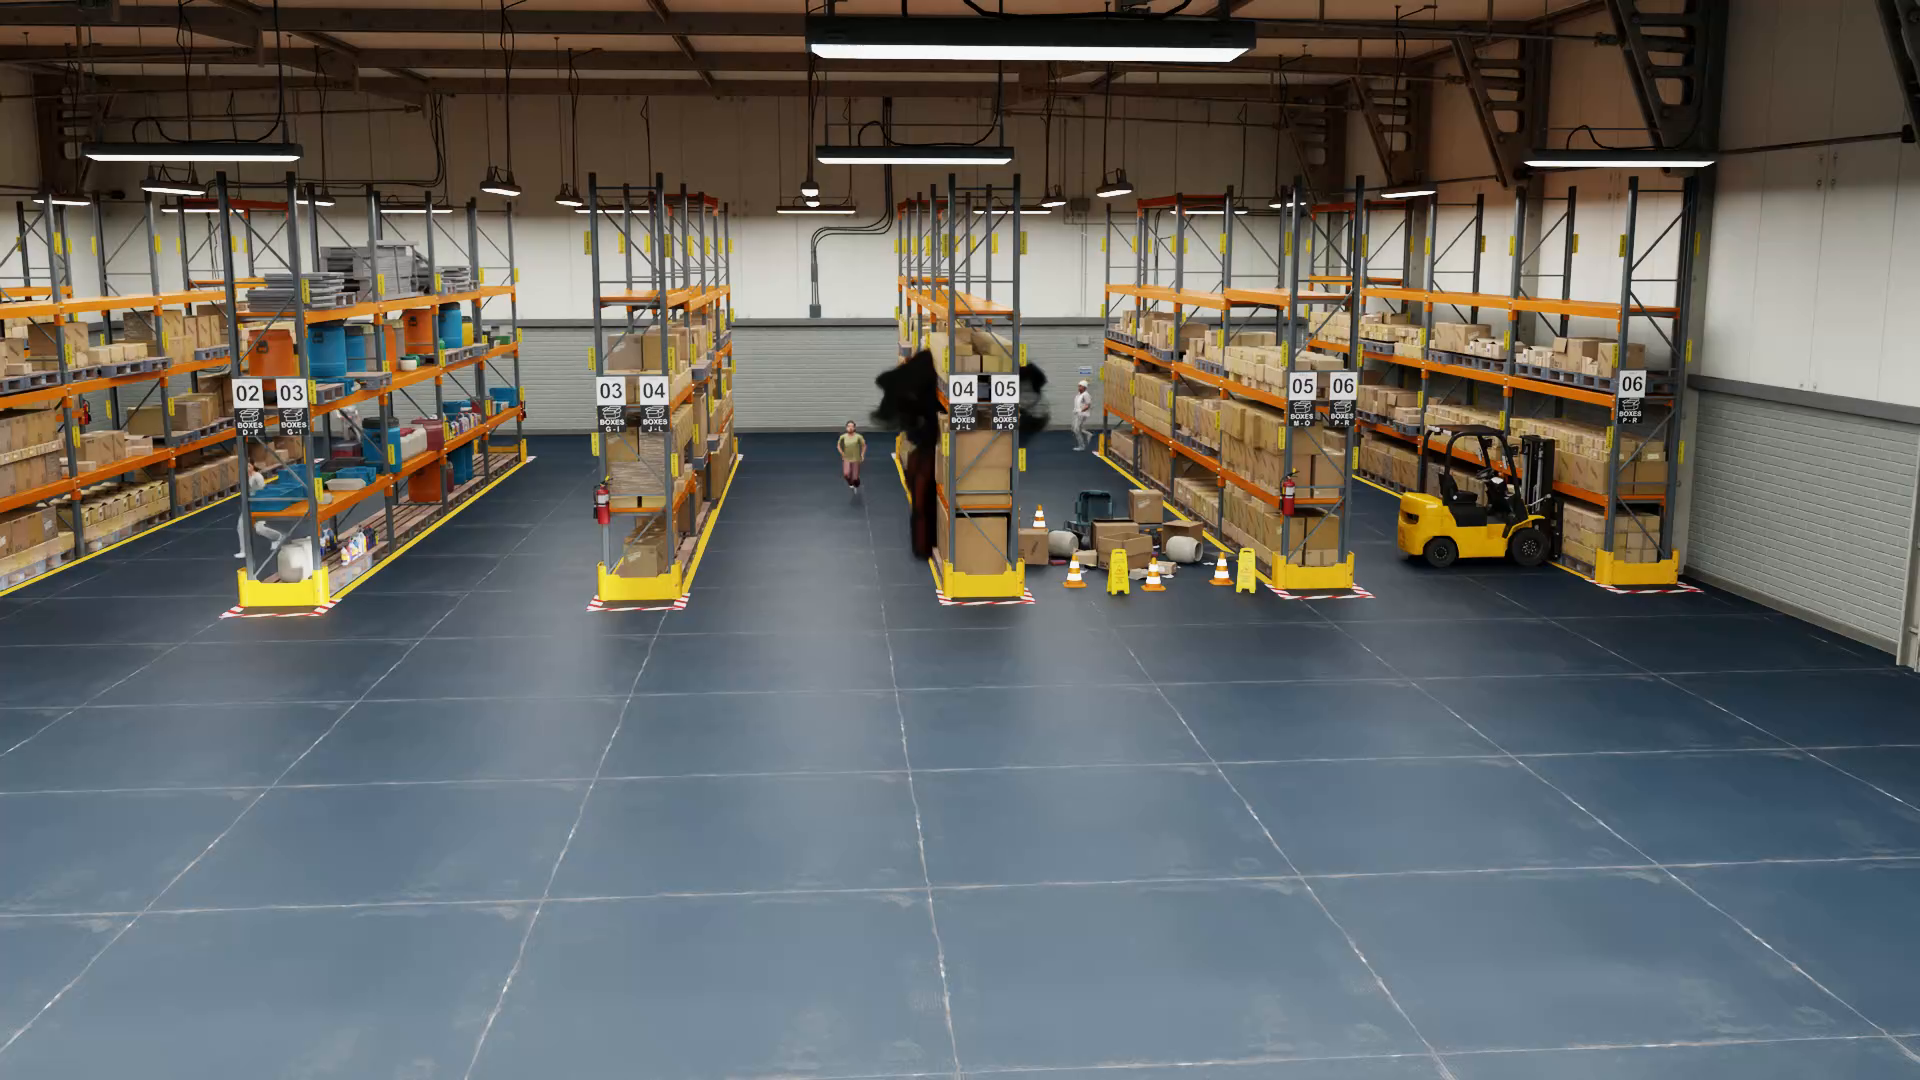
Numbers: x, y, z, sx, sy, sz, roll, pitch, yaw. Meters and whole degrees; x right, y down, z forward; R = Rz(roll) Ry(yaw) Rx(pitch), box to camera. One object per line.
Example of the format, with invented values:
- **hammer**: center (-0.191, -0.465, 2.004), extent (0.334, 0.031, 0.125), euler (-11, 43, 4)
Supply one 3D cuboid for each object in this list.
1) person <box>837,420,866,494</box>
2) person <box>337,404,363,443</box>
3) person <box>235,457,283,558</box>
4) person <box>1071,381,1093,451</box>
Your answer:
- **person**: center (-2.144, -1.612, 32.802), extent (0.582, 1.496, 0.687), euler (0, 10, 2)
- **person**: center (-14.451, -2.679, 39.320), extent (0.553, 1.584, 0.888), euler (-8, 13, -39)
- **person**: center (-11.442, -0.553, 27.026), extent (0.527, 1.636, 0.798), euler (4, 11, 22)
- **person**: center (3.032, -3.078, 41.152), extent (0.601, 1.733, 0.686), euler (-2, 10, -13)
